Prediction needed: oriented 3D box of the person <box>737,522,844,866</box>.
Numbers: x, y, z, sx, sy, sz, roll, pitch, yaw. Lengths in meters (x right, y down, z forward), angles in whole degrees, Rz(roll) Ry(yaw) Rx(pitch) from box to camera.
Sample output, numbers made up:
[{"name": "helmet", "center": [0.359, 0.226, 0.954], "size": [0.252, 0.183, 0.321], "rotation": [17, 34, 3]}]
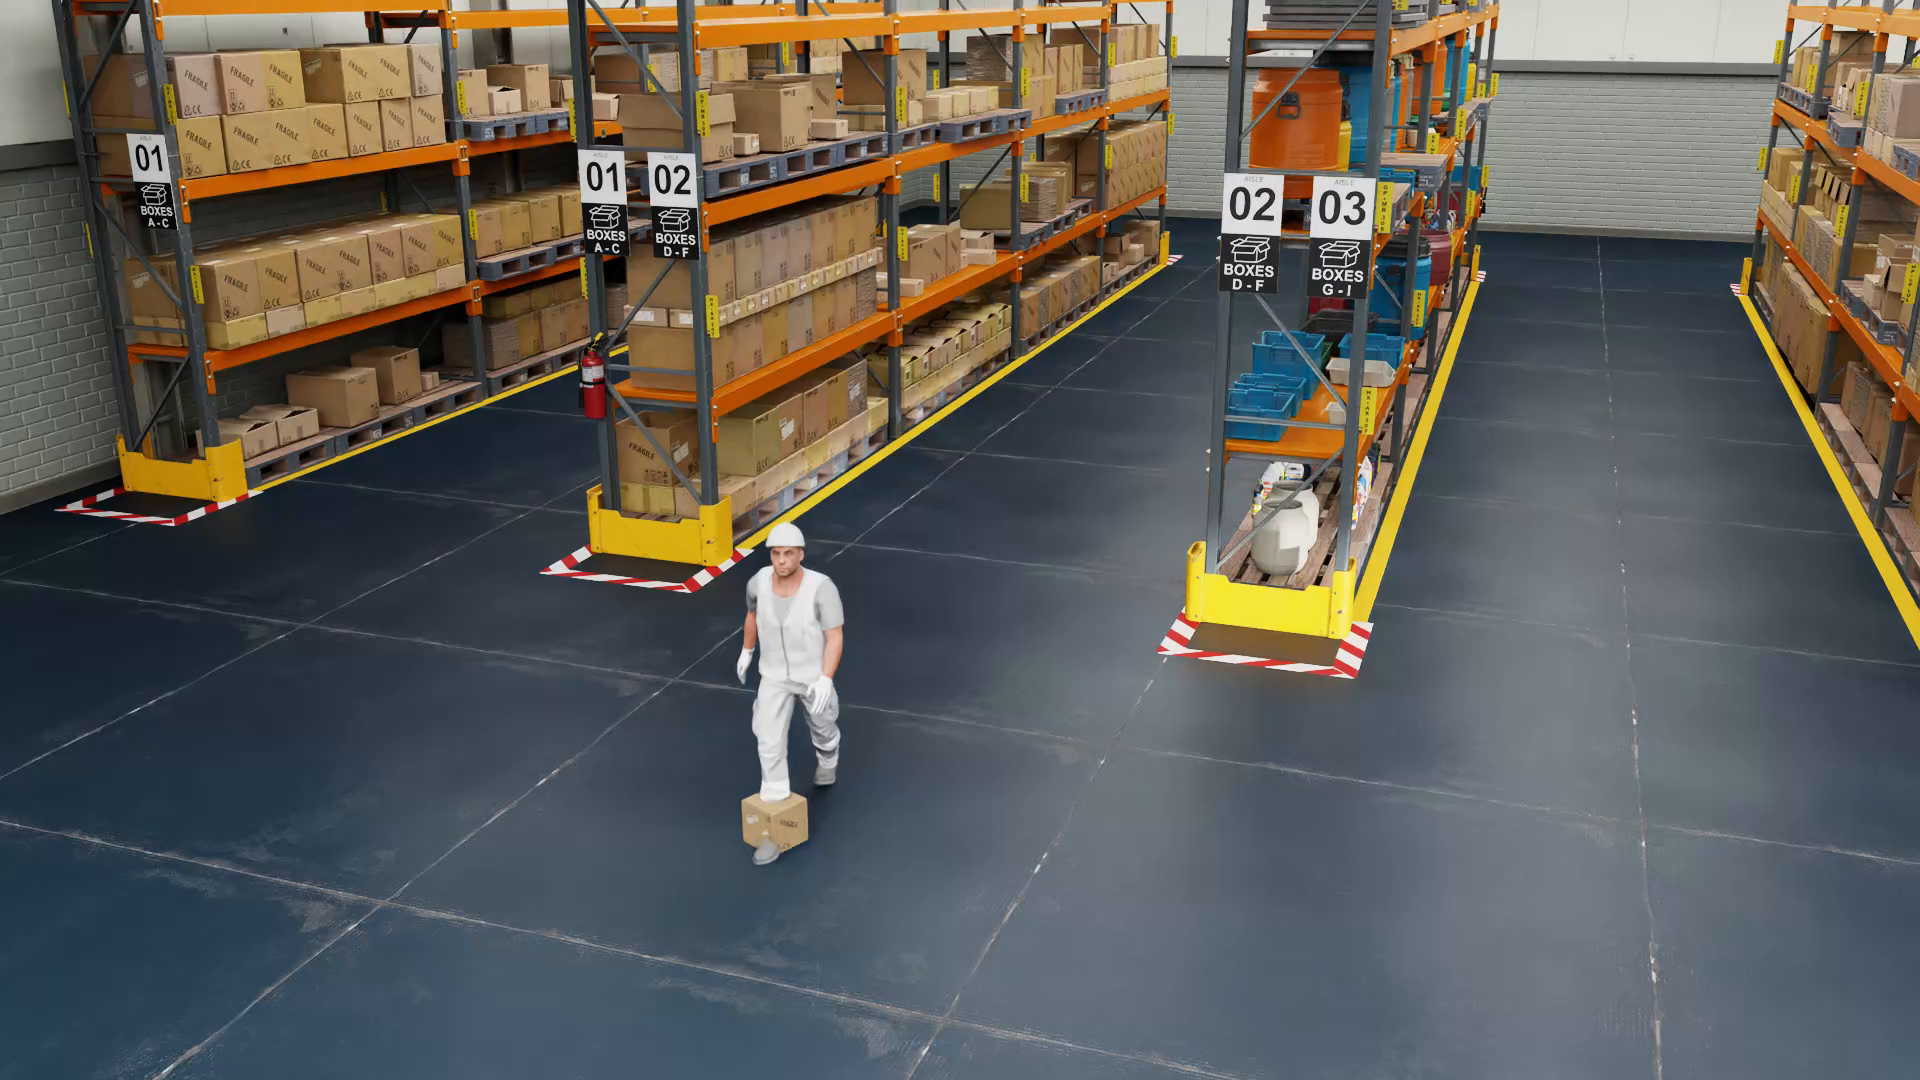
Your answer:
[{"name": "person", "center": [-0.929, 0.724, 8.933], "size": [0.657, 1.737, 1.112], "rotation": [3, 19, 9]}]
